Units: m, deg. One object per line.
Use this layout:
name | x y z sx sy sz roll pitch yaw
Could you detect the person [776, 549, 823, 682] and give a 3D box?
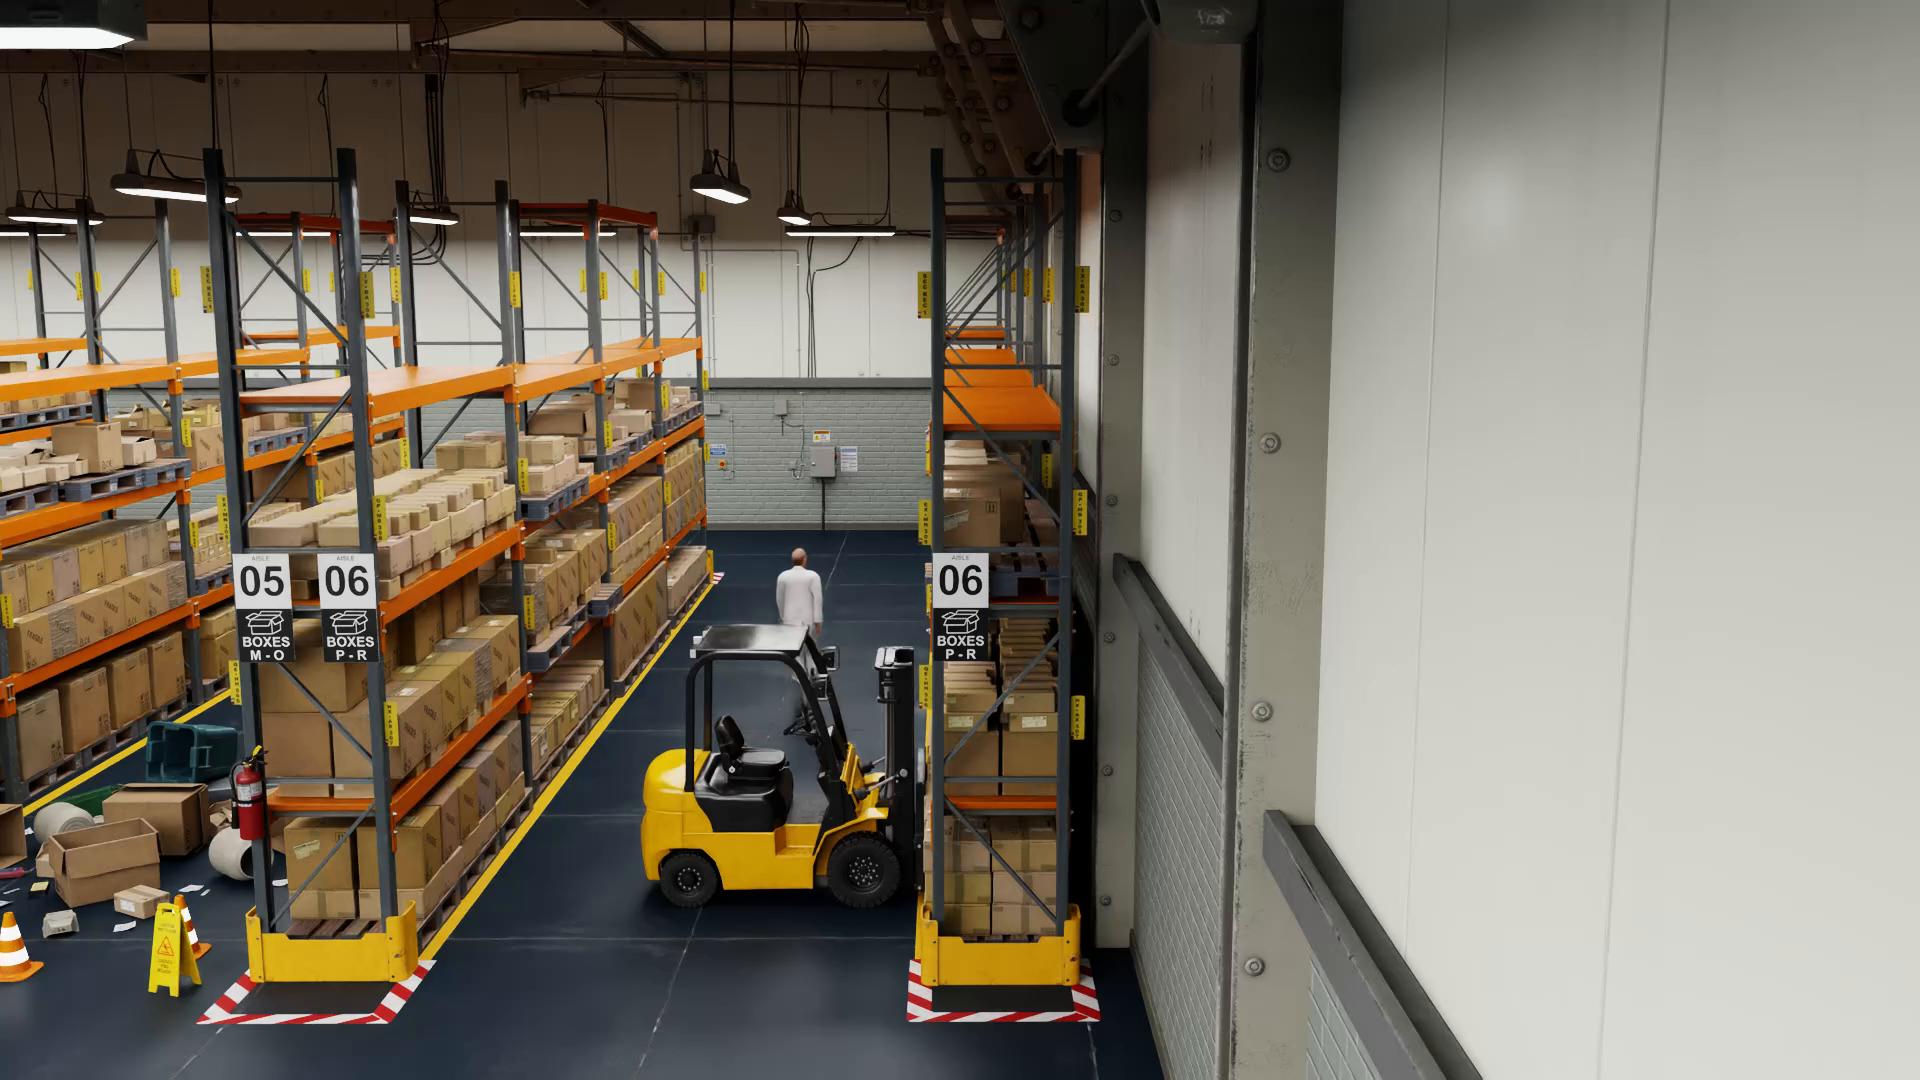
person | -1.931 0.948 20.121 0.563 1.705 0.658 -2 9 -12
